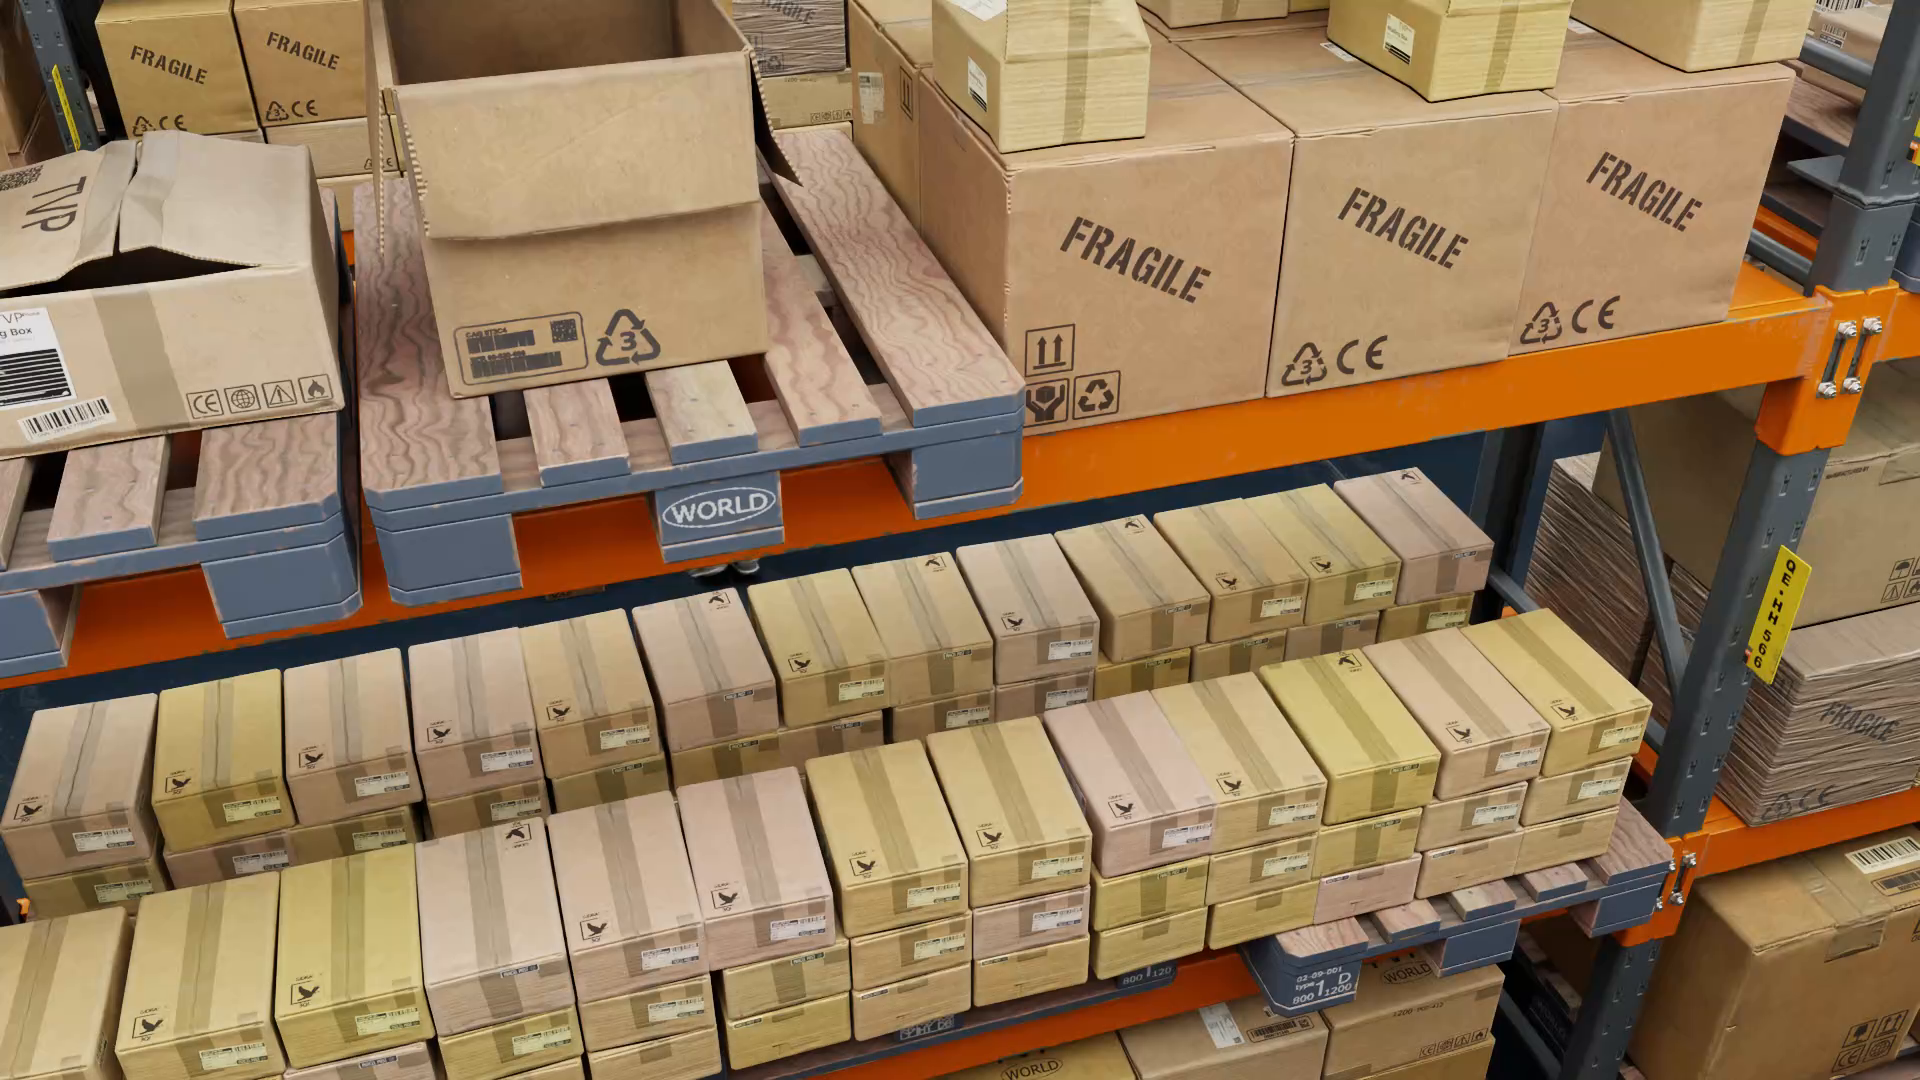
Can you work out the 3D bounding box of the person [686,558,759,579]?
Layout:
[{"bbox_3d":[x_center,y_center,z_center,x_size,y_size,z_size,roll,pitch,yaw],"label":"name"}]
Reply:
[{"bbox_3d":[-1.046,-0.526,6.924,0.415,1.748,0.501,28,43,35],"label":"person"}]
